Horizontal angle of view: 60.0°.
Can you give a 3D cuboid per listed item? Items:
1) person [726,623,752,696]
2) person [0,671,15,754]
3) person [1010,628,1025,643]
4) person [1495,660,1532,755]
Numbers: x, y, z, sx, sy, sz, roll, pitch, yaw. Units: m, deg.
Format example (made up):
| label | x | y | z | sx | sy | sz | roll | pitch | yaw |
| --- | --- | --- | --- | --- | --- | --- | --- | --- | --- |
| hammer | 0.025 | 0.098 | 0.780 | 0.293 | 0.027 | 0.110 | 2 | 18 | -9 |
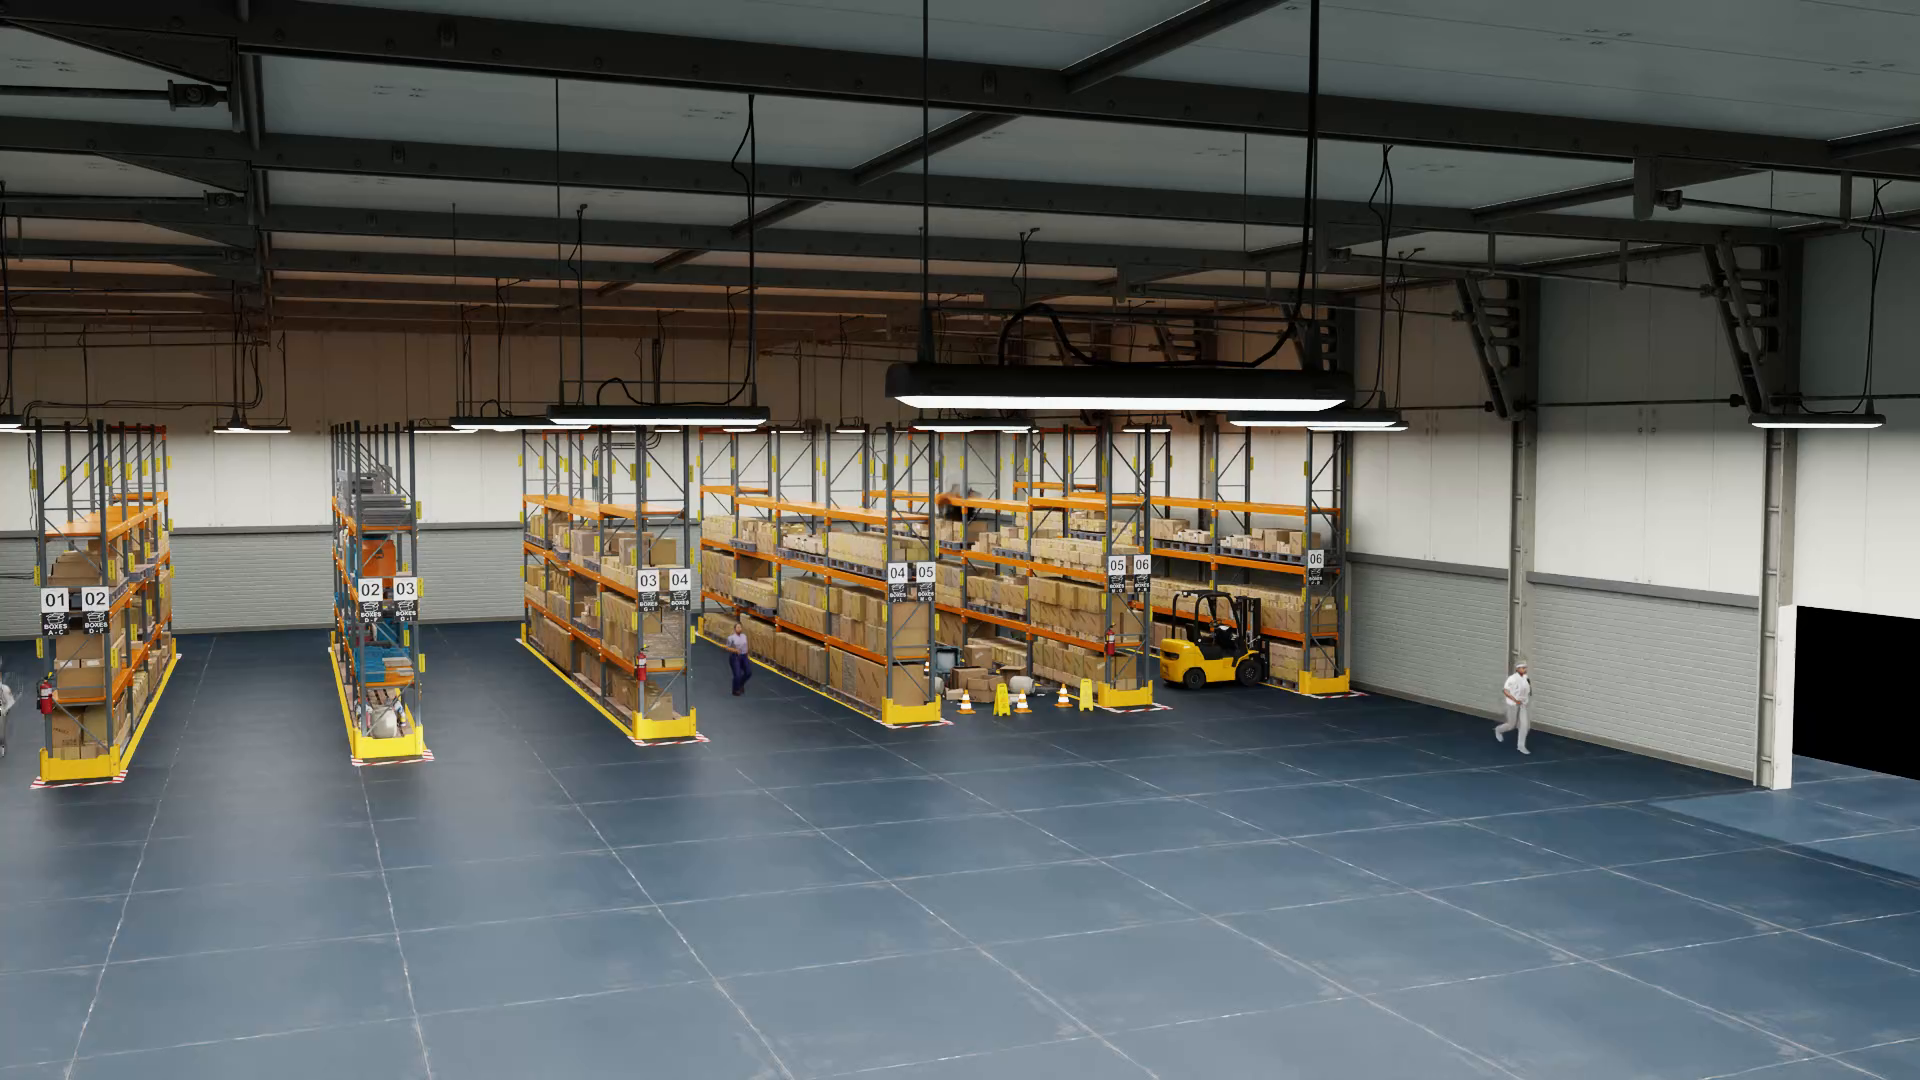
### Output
| label | x | y | z | sx | sy | sz | roll | pitch | yaw |
| --- | --- | --- | --- | --- | --- | --- | --- | --- | --- |
| person | -4.829 | 2.636 | 36.580 | 0.593 | 1.591 | 0.545 | -3 | 4 | -36 |
| person | -16.837 | 3.084 | 29.008 | 0.618 | 1.694 | 0.769 | -2 | 4 | -23 |
| person | 1.545 | 2.034 | 44.937 | 0.695 | 1.783 | 0.667 | -1 | 4 | -20 |
| person | 10.124 | 3.007 | 30.291 | 0.599 | 1.686 | 0.857 | -2 | 4 | -27 |
